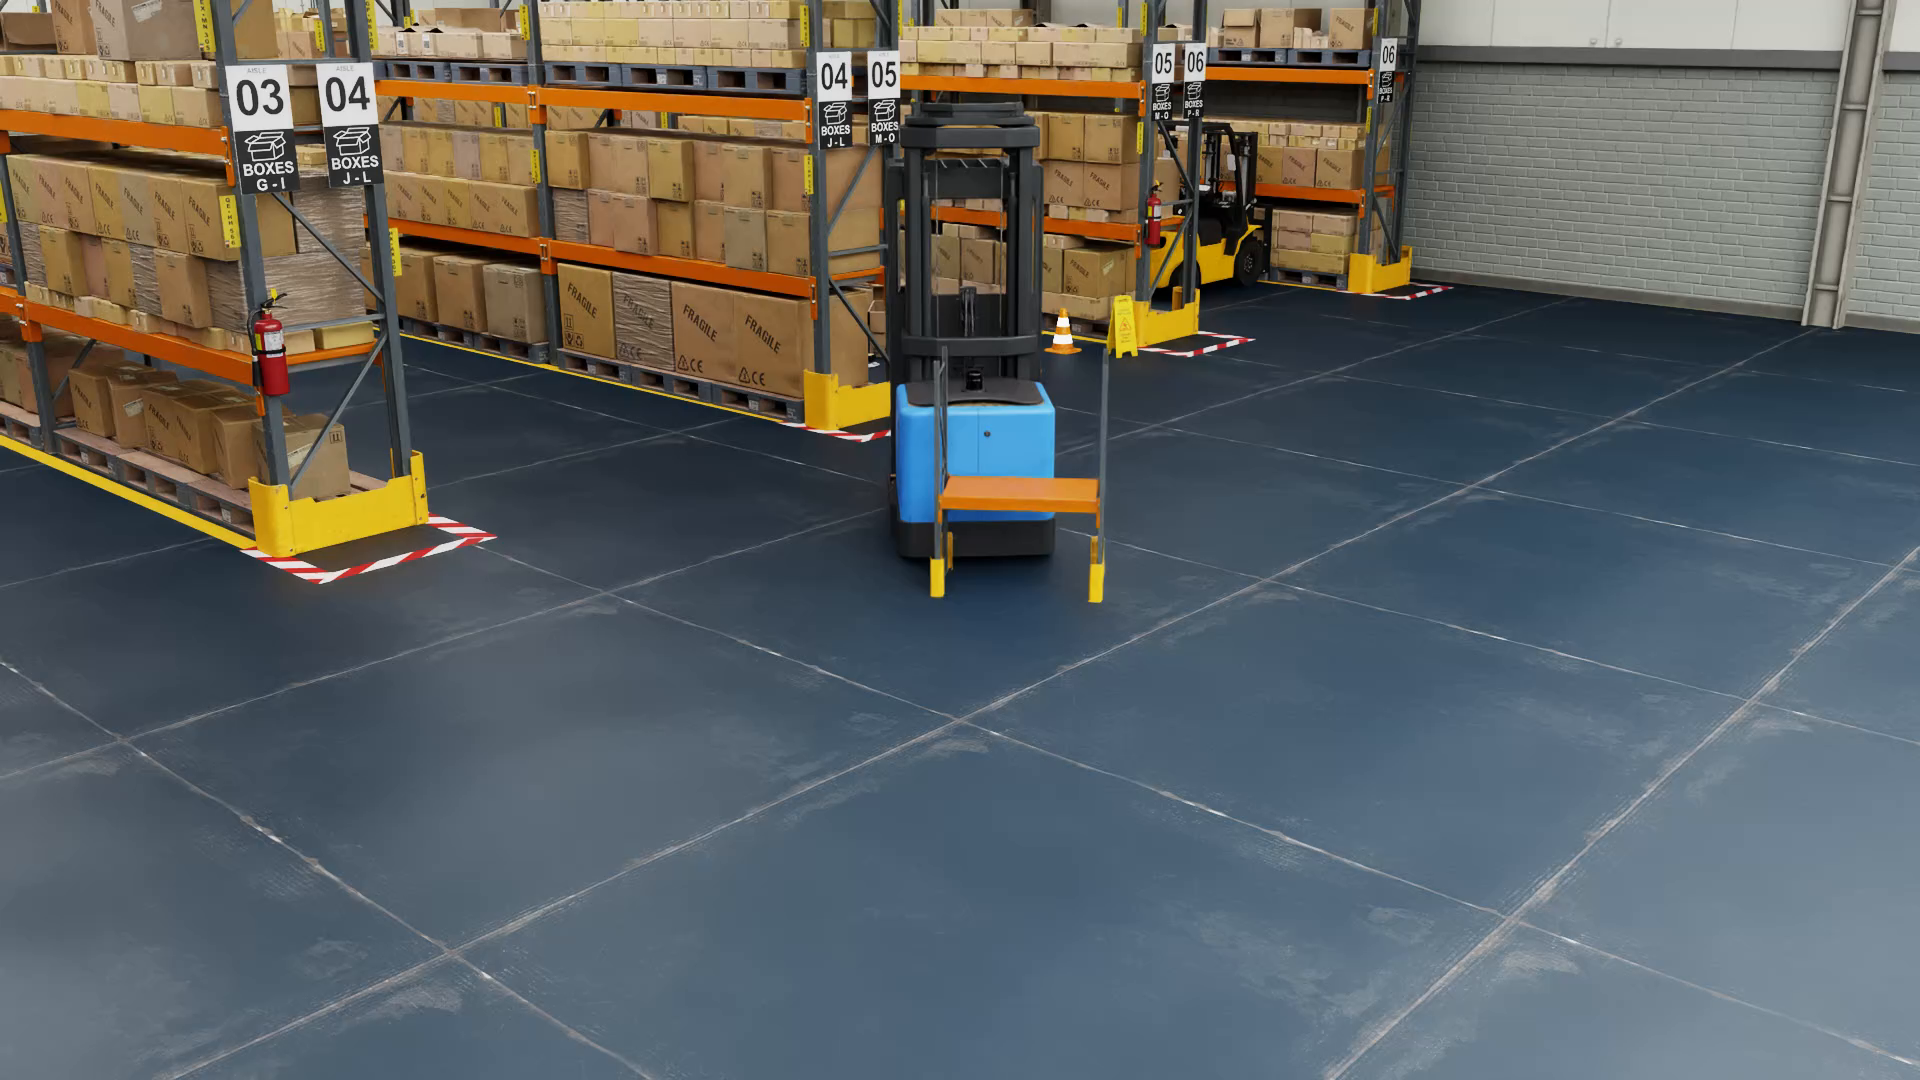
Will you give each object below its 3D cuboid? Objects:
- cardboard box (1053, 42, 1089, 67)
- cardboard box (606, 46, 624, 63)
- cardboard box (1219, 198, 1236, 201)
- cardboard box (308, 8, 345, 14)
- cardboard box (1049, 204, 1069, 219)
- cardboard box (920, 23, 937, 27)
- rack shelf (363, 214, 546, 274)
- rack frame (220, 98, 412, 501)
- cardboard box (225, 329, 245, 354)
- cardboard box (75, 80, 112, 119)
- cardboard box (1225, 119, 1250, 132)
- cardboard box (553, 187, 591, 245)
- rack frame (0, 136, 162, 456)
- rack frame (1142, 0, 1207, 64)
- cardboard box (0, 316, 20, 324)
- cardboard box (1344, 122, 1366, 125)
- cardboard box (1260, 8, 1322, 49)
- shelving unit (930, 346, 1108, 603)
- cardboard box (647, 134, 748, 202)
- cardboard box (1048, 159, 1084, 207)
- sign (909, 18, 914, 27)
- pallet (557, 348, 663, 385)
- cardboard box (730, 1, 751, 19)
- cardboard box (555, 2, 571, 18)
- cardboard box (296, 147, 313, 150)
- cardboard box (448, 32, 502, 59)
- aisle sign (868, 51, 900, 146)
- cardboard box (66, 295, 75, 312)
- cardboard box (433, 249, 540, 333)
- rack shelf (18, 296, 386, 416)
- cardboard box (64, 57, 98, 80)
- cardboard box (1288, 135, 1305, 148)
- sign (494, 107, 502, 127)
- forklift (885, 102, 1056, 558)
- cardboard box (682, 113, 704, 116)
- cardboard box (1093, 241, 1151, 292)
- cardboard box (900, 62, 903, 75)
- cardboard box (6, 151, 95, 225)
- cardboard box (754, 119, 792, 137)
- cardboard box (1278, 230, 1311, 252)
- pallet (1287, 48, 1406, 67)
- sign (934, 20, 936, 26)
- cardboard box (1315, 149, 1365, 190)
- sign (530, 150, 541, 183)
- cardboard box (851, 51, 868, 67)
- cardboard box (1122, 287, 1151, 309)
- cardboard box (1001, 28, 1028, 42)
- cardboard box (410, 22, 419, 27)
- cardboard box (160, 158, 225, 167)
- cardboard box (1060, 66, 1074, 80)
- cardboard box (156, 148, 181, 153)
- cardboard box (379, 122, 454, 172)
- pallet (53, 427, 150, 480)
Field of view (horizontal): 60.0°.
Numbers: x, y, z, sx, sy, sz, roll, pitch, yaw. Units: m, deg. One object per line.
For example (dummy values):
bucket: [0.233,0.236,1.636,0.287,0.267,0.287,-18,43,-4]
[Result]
cardboard box: [1.371,-5.341,18.279,0.500,0.250,0.500,15,23,39]
cardboard box: [-3.093,-4.562,15.623,0.250,0.149,0.380,15,23,38]
cardboard box: [3.855,-4.730,23.755,0.500,0.250,0.500,15,23,40]
cardboard box: [-7.616,-6.292,20.091,0.258,0.266,0.396,15,23,39]
cardboard box: [1.225,-3.729,18.817,0.250,0.149,0.380,16,23,40]
cardboard box: [-0.484,-8.251,26.791,0.250,0.149,0.380,14,22,37]
rack shelf: [-5.398,-3.416,18.607,4.000,0.370,1.077,15,23,39]
rack frame: [-4.278,-1.453,11.230,0.127,3.000,1.000,15,23,39]
cardboard box: [-4.815,-1.394,11.460,0.250,0.149,0.380,15,23,39]
cardboard box: [-5.940,-3.154,11.882,0.500,0.250,0.500,15,23,38]
cardboard box: [3.856,-5.702,22.892,0.250,0.149,0.380,15,23,39]
cardboard box: [-3.618,-3.358,16.985,0.550,0.550,0.875,15,23,39]
rack frame: [-7.270,-2.256,13.761,0.127,3.000,1.000,15,23,39]
rack frame: [2.300,-6.554,17.387,0.127,3.000,1.000,15,23,39]
cardboard box: [-9.324,-1.839,15.852,0.500,0.500,0.700,13,22,35]
cardboard box: [5.325,-5.500,22.255,0.250,0.149,0.380,16,24,41]
cardboard box: [4.399,-6.806,22.114,0.500,0.500,0.700,15,23,40]
shelving unit: [0.377,-0.426,10.473,1.083,1.500,0.587,2,18,5]
cardboard box: [-2.446,-3.534,15.754,0.500,0.550,0.875,15,23,39]
cardboard box: [1.339,-4.032,18.702,0.500,0.500,0.500,15,23,39]
sign: [-0.754,-7.979,25.980,0.005,0.325,0.100,15,23,39]
pallet: [-3.385,-1.858,17.118,1.213,0.211,1.003,15,23,39]
cardboard box: [-1.765,-4.585,14.380,0.250,0.149,0.380,16,23,40]
cardboard box: [-3.664,-5.095,15.984,0.250,0.149,0.380,15,23,39]
cardboard box: [-7.947,-4.623,19.957,0.250,0.149,0.380,16,24,41]
cardboard box: [-4.972,-5.162,17.348,0.500,0.250,0.500,15,23,39]
aisle sign: [-0.658,-3.847,14.478,0.004,0.787,0.394,15,23,39]
cardboard box: [-6.732,-1.880,12.991,0.250,0.149,0.380,15,23,39]
cardboard box: [-5.145,-2.784,18.451,0.750,0.750,1.050,15,23,39]
rack shelf: [-5.774,-1.511,12.604,4.000,0.370,1.077,15,23,39]
cardboard box: [-6.231,-3.416,12.046,0.250,0.149,0.380,14,23,38]
cardboard box: [4.604,-5.344,22.256,0.250,0.149,0.380,15,23,39]
sign: [-7.043,-6.429,25.347,0.005,0.325,0.100,15,23,39]
forklift: [0.023,-1.677,12.049,1.130,2.935,3.031,-1,18,-4]
cardboard box: [-3.891,-5.980,23.676,0.500,0.500,0.500,14,22,37]
cardboard box: [1.862,-3.171,19.256,0.500,0.500,0.500,14,22,37]
cardboard box: [-0.621,-5.689,20.034,0.250,0.149,0.380,15,23,38]
cardboard box: [-7.102,-2.774,13.084,0.500,0.500,0.500,15,23,39]
cardboard box: [-2.336,-5.238,21.805,0.500,0.500,0.500,14,22,37]
cardboard box: [4.652,-4.077,22.523,0.500,0.250,0.500,15,23,39]
pallet: [5.080,-6.354,21.861,1.213,0.211,1.003,15,23,39]
sign: [-0.338,-6.298,20.685,0.005,0.325,0.100,15,23,39]
cardboard box: [5.049,-4.906,21.945,0.500,0.500,0.500,14,23,38]
sign: [-4.255,-3.747,16.677,0.005,0.325,0.100,15,23,39]
cardboard box: [-0.954,-4.254,14.653,0.250,0.149,0.380,15,23,40]
cardboard box: [1.880,-2.809,19.355,0.500,0.250,0.500,15,23,39]
cardboard box: [0.681,-5.686,18.708,0.250,0.149,0.380,16,23,41]
cardboard box: [-8.581,-8.231,26.916,0.500,0.311,0.500,16,23,40]
cardboard box: [-5.631,-2.592,12.510,0.500,0.500,0.500,15,23,39]
cardboard box: [1.318,-5.183,18.440,0.250,0.149,0.380,15,23,40]
cardboard box: [-10.435,-5.187,22.339,0.500,0.500,0.500,15,23,39]
cardboard box: [-6.186,-4.491,18.987,0.500,0.500,0.700,15,23,38]
pallet: [-6.744,-0.800,13.783,1.213,0.211,1.003,15,23,39]
